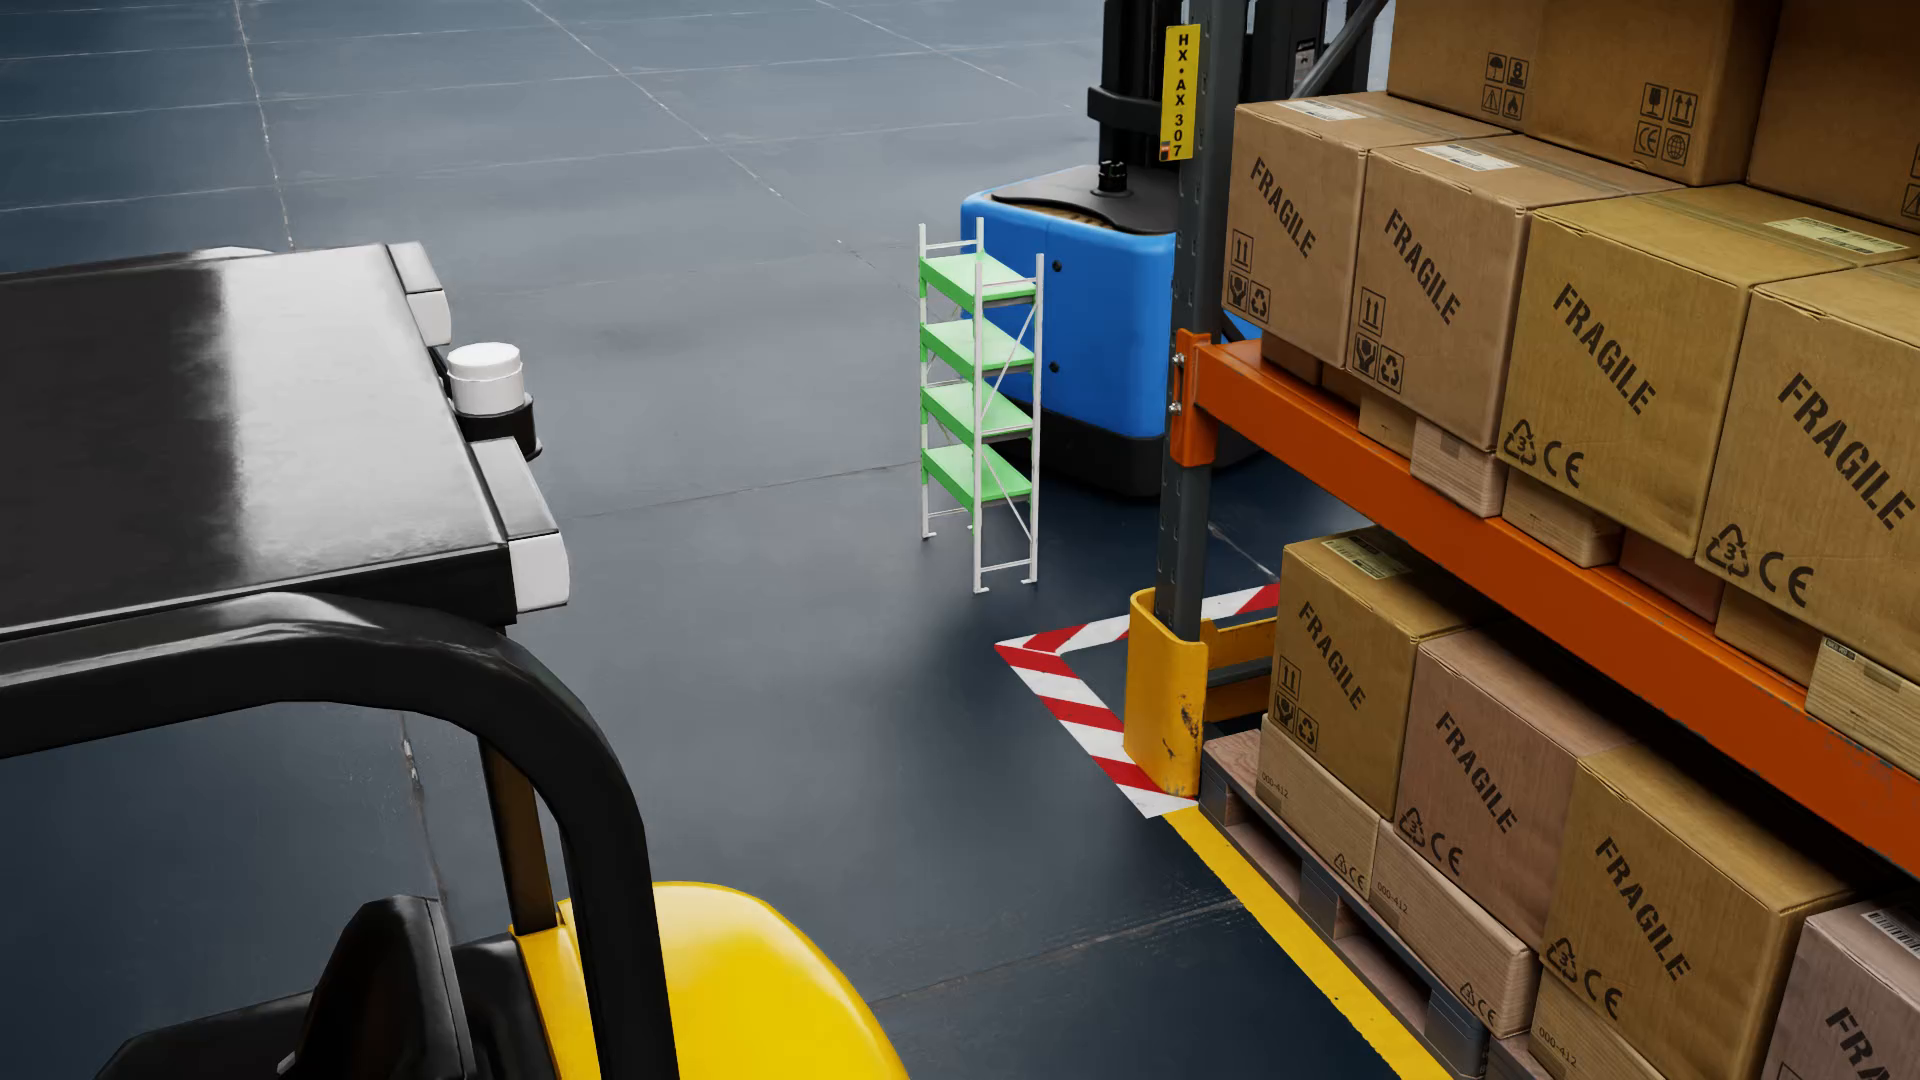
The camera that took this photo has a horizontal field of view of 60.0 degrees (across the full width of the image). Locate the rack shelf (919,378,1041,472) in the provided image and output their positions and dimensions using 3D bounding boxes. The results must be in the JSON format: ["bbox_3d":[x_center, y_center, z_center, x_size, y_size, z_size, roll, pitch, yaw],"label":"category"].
[{"bbox_3d":[0.065,-0.415,5.878,0.258,0.148,0.480,-11,28,-21],"label":"rack shelf"}]

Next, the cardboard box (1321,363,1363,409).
[{"bbox_3d":[1.098,-0.419,3.977,0.380,0.149,0.250,-10,28,-20],"label":"cardboard box"}]

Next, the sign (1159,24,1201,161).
[{"bbox_3d":[0.544,-1.100,4.098,0.100,0.325,0.005,-11,28,-21],"label":"sign"}]

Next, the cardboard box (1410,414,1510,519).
[{"bbox_3d":[1.184,-0.188,3.503,0.380,0.149,0.250,-10,28,-20],"label":"cardboard box"}]

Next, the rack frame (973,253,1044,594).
[{"bbox_3d":[0.160,-0.374,5.648,0.240,1.200,0.015,-11,28,-21],"label":"rack frame"}]

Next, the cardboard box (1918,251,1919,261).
[{"bbox_3d":[1.998,-0.645,2.559,0.700,0.500,0.500,-11,28,-21],"label":"cardboard box"}]

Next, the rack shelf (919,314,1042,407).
[{"bbox_3d":[0.065,-0.631,5.773,0.258,0.148,0.480,-11,28,-21],"label":"rack shelf"}]

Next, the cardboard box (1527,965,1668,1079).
[{"bbox_3d":[1.523,1.041,3.354,0.500,0.250,0.500,-9,27,-17],"label":"cardboard box"}]

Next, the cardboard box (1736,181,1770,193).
[{"bbox_3d":[1.701,-0.608,3.624,0.500,0.500,0.500,-11,28,-20],"label":"cardboard box"}]

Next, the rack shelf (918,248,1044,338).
[{"bbox_3d":[0.065,-0.846,5.667,0.258,0.148,0.480,-11,28,-21],"label":"rack shelf"}]

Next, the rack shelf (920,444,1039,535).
[{"bbox_3d":[0.065,-0.199,5.983,0.258,0.148,0.480,-11,28,-21],"label":"rack shelf"}]

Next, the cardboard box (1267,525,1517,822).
[{"bbox_3d":[1.115,0.288,4.042,0.500,0.500,0.500,-12,28,-22],"label":"cardboard box"}]

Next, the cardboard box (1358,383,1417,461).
[{"bbox_3d":[1.127,-0.298,3.729,0.380,0.149,0.250,-12,28,-22],"label":"cardboard box"}]

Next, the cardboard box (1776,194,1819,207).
[{"bbox_3d":[1.894,-0.406,3.209,0.500,0.500,0.500,-11,28,-21],"label":"cardboard box"}]

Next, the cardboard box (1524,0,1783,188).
[{"bbox_3d":[1.636,-1.058,3.406,0.700,0.500,0.500,-10,28,-20],"label":"cardboard box"}]

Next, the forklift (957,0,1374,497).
[{"bbox_3d":[1.370,-2.038,7.083,1.130,2.935,3.031,23,34,39],"label":"forklift"}]

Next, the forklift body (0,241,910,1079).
[{"bbox_3d":[-1.101,0.883,1.989,2.313,2.155,1.214,-11,28,-21],"label":"forklift body"}]

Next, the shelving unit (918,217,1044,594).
[{"bbox_3d":[0.065,-0.472,5.850,0.258,1.200,0.503,-11,28,-21],"label":"shelving unit"}]

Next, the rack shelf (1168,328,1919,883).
[{"bbox_3d":[1.827,0.326,2.983,1.077,0.370,4.000,-11,28,-21],"label":"rack shelf"}]

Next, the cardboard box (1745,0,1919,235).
[{"bbox_3d":[1.930,-0.870,3.020,0.700,0.500,0.500,-11,28,-21],"label":"cardboard box"}]

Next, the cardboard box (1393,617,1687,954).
[{"bbox_3d":[1.324,0.498,3.611,0.500,0.500,0.500,-12,28,-23],"label":"cardboard box"}]

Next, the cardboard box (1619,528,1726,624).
[{"bbox_3d":[1.475,0.007,3.103,0.380,0.149,0.250,-10,28,-19],"label":"cardboard box"}]

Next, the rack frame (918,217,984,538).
[{"bbox_3d":[-0.031,-0.571,6.052,0.240,1.200,0.015,-11,28,-21],"label":"rack frame"}]

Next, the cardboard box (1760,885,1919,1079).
[{"bbox_3d":[1.730,0.917,2.754,0.500,0.500,0.500,-9,27,-18],"label":"cardboard box"}]

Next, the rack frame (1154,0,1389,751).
[{"bbox_3d":[1.044,-0.805,4.479,1.000,3.000,0.127,-11,28,-21],"label":"rack frame"}]

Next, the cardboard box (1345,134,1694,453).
[{"bbox_3d":[1.180,-0.536,3.475,0.500,0.500,0.500,-10,28,-19],"label":"cardboard box"}]

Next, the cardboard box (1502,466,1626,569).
[{"bbox_3d":[1.317,-0.089,3.301,0.380,0.149,0.250,-10,28,-19],"label":"cardboard box"}]

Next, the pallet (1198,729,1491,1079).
[{"bbox_3d":[1.359,0.813,4.344,1.003,0.211,1.213,-11,28,-21],"label":"pallet"}]

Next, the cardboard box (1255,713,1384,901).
[{"bbox_3d":[1.105,0.616,4.226,0.500,0.250,0.500,-11,28,-21],"label":"cardboard box"}]

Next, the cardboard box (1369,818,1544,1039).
[{"bbox_3d":[1.298,0.823,3.801,0.500,0.250,0.500,-10,28,-19],"label":"cardboard box"}]

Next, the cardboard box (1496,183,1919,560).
[{"bbox_3d":[1.380,-0.330,3.054,0.500,0.500,0.500,-11,28,-22],"label":"cardboard box"}]

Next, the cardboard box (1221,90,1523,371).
[{"bbox_3d":[0.974,-0.744,3.902,0.500,0.500,0.500,-11,28,-21],"label":"cardboard box"}]

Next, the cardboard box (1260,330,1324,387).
[{"bbox_3d":[0.986,-0.519,4.180,0.380,0.149,0.250,-10,28,-20],"label":"cardboard box"}]

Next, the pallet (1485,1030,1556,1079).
[{"bbox_3d":[1.833,1.305,3.337,1.003,0.211,1.213,-11,28,-21],"label":"pallet"}]

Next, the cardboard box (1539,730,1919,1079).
[{"bbox_3d":[1.513,0.702,3.193,0.500,0.500,0.500,-10,28,-20],"label":"cardboard box"}]

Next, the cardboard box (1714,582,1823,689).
[{"bbox_3d":[1.551,0.119,2.875,0.380,0.149,0.250,-11,28,-22],"label":"cardboard box"}]

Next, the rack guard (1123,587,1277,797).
[{"bbox_3d":[1.073,0.349,4.965,1.175,0.500,0.348,-11,28,-21],"label":"rack guard"}]

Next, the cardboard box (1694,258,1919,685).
[{"bbox_3d":[1.587,-0.126,2.637,0.500,0.500,0.500,-11,28,-22],"label":"cardboard box"}]

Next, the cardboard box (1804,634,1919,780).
[{"bbox_3d":[1.596,0.230,2.646,0.380,0.149,0.250,-10,28,-20],"label":"cardboard box"}]

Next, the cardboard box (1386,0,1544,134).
[{"bbox_3d":[1.444,-1.264,3.827,0.700,0.500,0.500,-11,28,-22],"label":"cardboard box"}]
